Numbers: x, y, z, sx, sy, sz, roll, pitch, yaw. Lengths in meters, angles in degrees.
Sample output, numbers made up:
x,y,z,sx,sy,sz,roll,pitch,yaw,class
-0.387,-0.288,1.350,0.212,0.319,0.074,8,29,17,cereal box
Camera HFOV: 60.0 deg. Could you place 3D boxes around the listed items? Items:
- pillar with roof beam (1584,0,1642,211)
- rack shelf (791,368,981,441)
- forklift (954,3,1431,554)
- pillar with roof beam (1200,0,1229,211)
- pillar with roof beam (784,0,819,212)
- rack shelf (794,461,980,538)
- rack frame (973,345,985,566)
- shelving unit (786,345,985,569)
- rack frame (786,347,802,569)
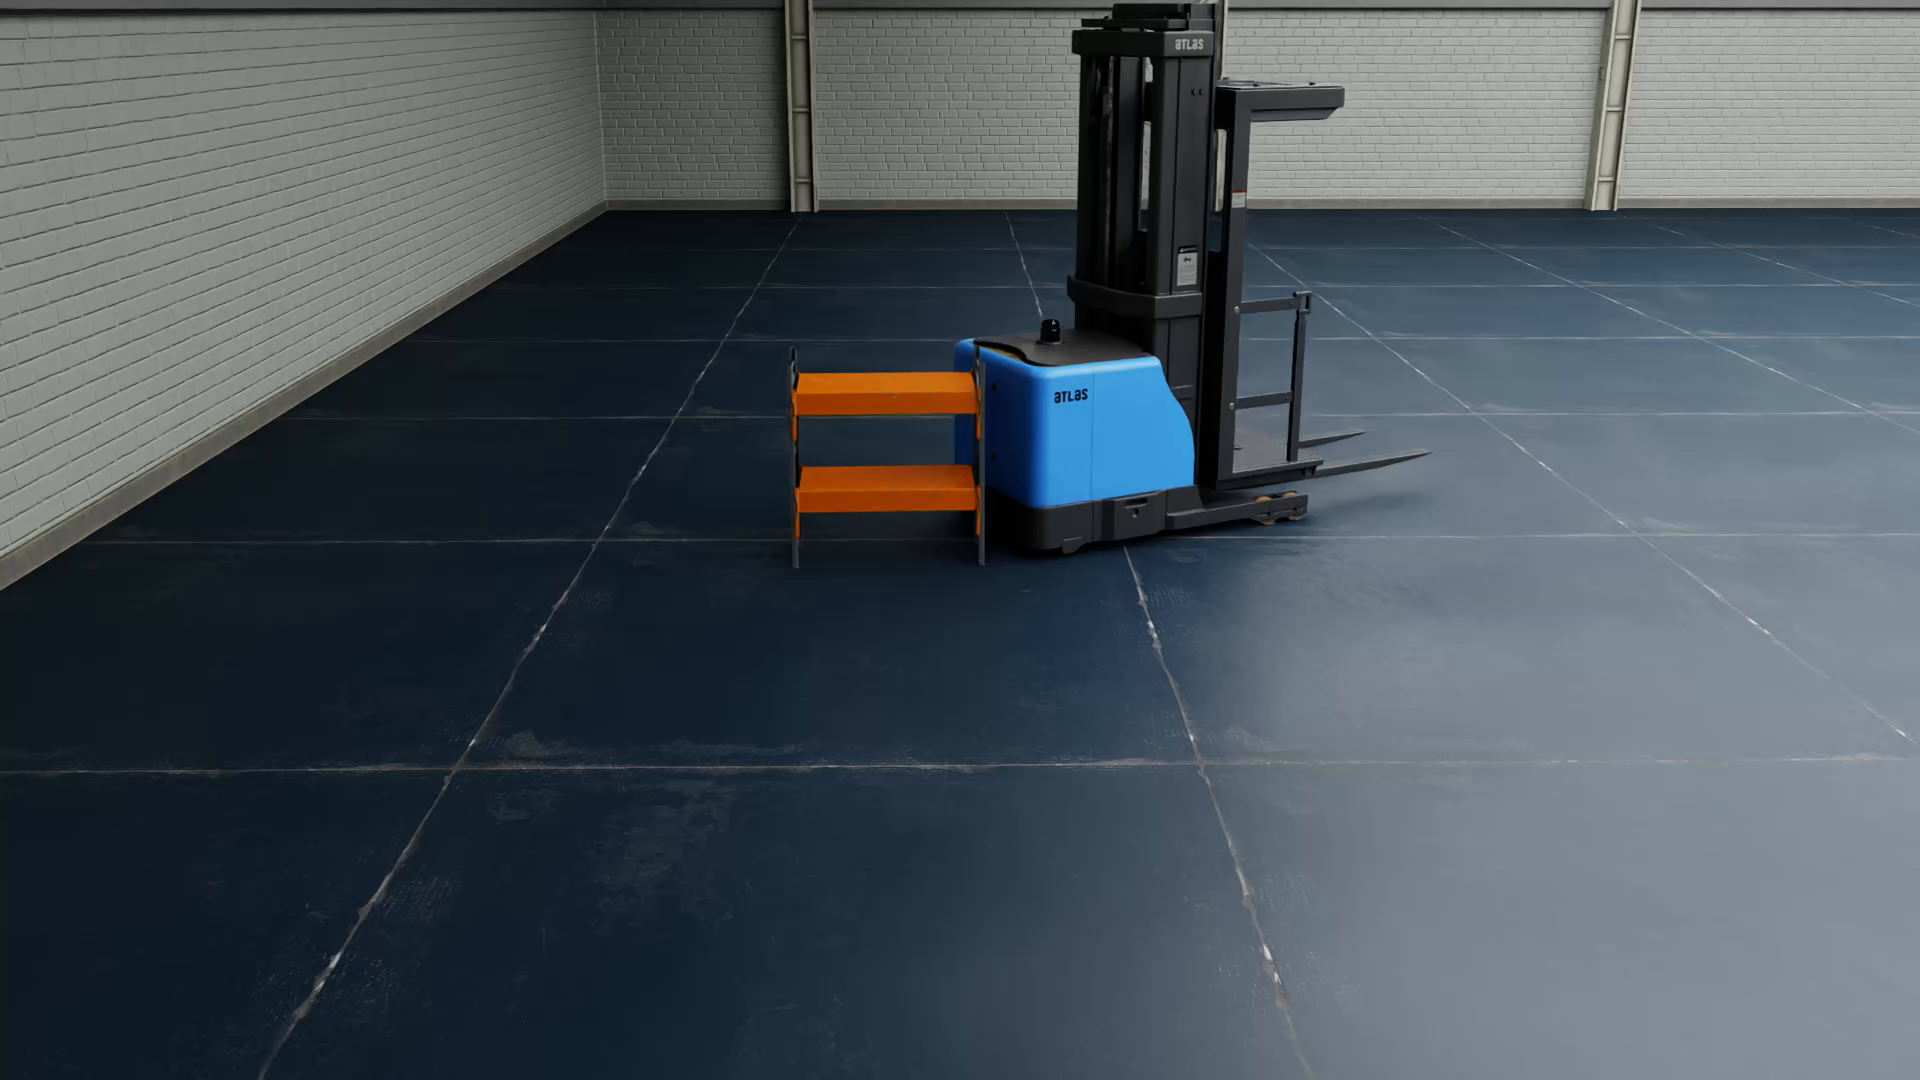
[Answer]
x,y,z,sx,sy,sz,roll,pitch,yaw,class
9.739,-7.968,19.654,0.400,9.000,9.100,0,18,-1,pillar with roof beam
-0.403,-0.742,9.059,1.000,0.278,0.538,-1,18,-3,rack shelf
1.498,-1.617,9.790,3.031,2.935,1.130,-9,20,-26,forklift
3.740,-7.939,19.563,0.400,9.000,9.100,0,18,-1,pillar with roof beam
-2.259,-7.910,19.473,0.400,9.000,9.100,0,18,-1,pillar with roof beam
-0.403,-0.230,9.223,1.000,0.278,0.538,-1,18,-3,rack shelf
0.104,-0.470,9.173,0.032,1.125,0.500,-1,18,-3,rack frame
-0.403,-0.463,9.149,1.048,1.125,0.538,-1,18,-3,shelving unit
-0.911,-0.455,9.125,0.032,1.125,0.500,-1,18,-3,rack frame
